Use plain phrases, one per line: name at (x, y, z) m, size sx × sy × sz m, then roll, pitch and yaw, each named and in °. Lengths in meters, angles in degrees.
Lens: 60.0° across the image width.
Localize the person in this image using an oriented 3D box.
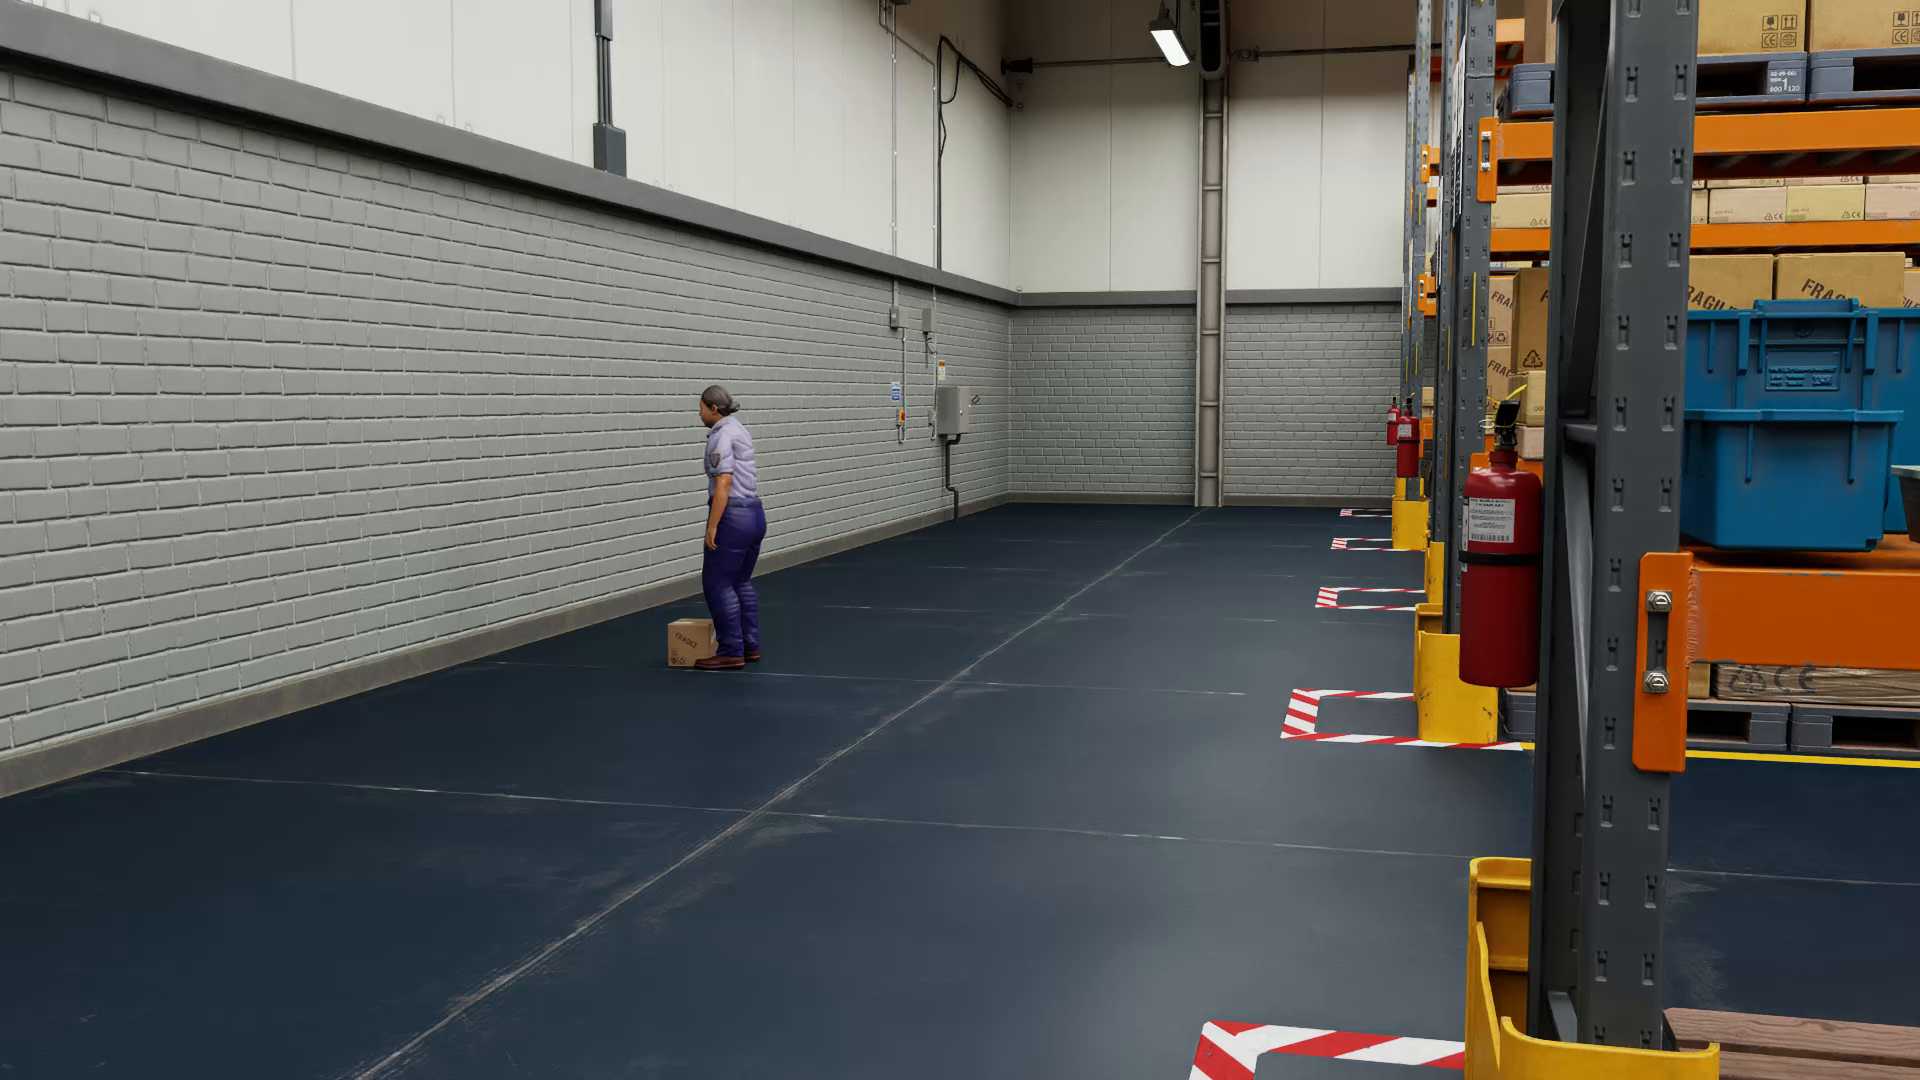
person at (-1.345, -0.076, 9.782) m, size 0.367 × 1.639 × 0.547 m, roll 1°, pitch 5°, yaw 13°
